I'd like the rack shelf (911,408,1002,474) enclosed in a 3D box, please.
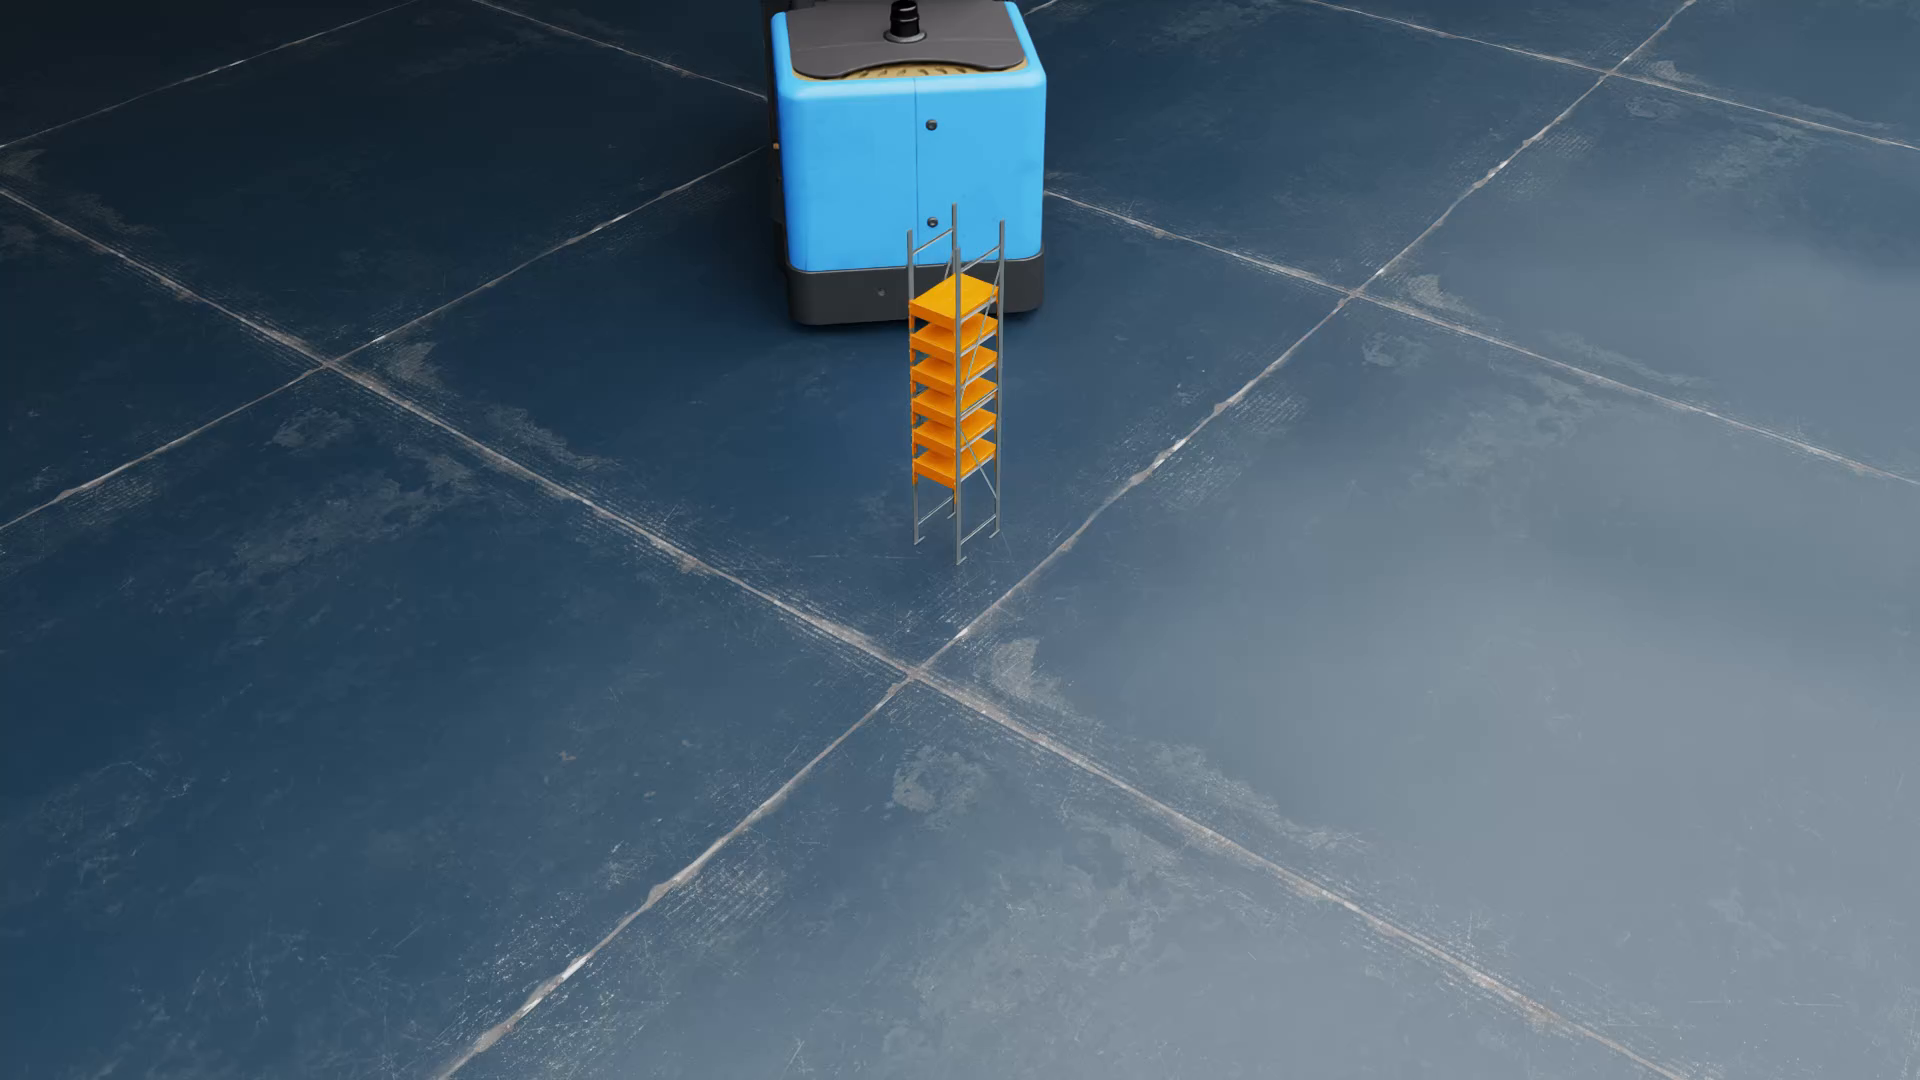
[{"bbox_3d":[-0.011,-0.348,5.488,0.180,0.103,0.258,25,45,29],"label":"rack shelf"}]

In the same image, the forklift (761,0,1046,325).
[{"bbox_3d":[-0.354,-2.927,7.111,1.130,2.935,3.031,-4,38,-6],"label":"forklift"}]

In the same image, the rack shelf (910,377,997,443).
[{"bbox_3d":[-0.011,-0.443,5.414,0.180,0.103,0.258,25,45,29],"label":"rack shelf"}]

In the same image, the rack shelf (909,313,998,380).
[{"bbox_3d":[-0.011,-0.632,5.266,0.180,0.103,0.258,25,45,29],"label":"rack shelf"}]

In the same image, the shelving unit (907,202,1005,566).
[{"bbox_3d":[-0.011,-0.478,5.387,0.189,1.200,0.258,25,45,29],"label":"shelving unit"}]

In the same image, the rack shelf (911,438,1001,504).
[{"bbox_3d":[-0.011,-0.254,5.562,0.180,0.103,0.258,25,45,29],"label":"rack shelf"}]

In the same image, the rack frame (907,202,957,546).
[{"bbox_3d":[-0.084,-0.512,5.431,0.006,1.200,0.240,25,45,29],"label":"rack frame"}]

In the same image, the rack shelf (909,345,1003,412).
[{"bbox_3d":[-0.011,-0.537,5.340,0.180,0.103,0.258,25,45,29],"label":"rack shelf"}]

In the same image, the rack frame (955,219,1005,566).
[{"bbox_3d":[0.061,-0.444,5.343,0.006,1.200,0.240,25,45,29],"label":"rack frame"}]

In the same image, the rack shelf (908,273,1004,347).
[{"bbox_3d":[-0.011,-0.726,5.193,0.180,0.103,0.258,25,45,29],"label":"rack shelf"}]
